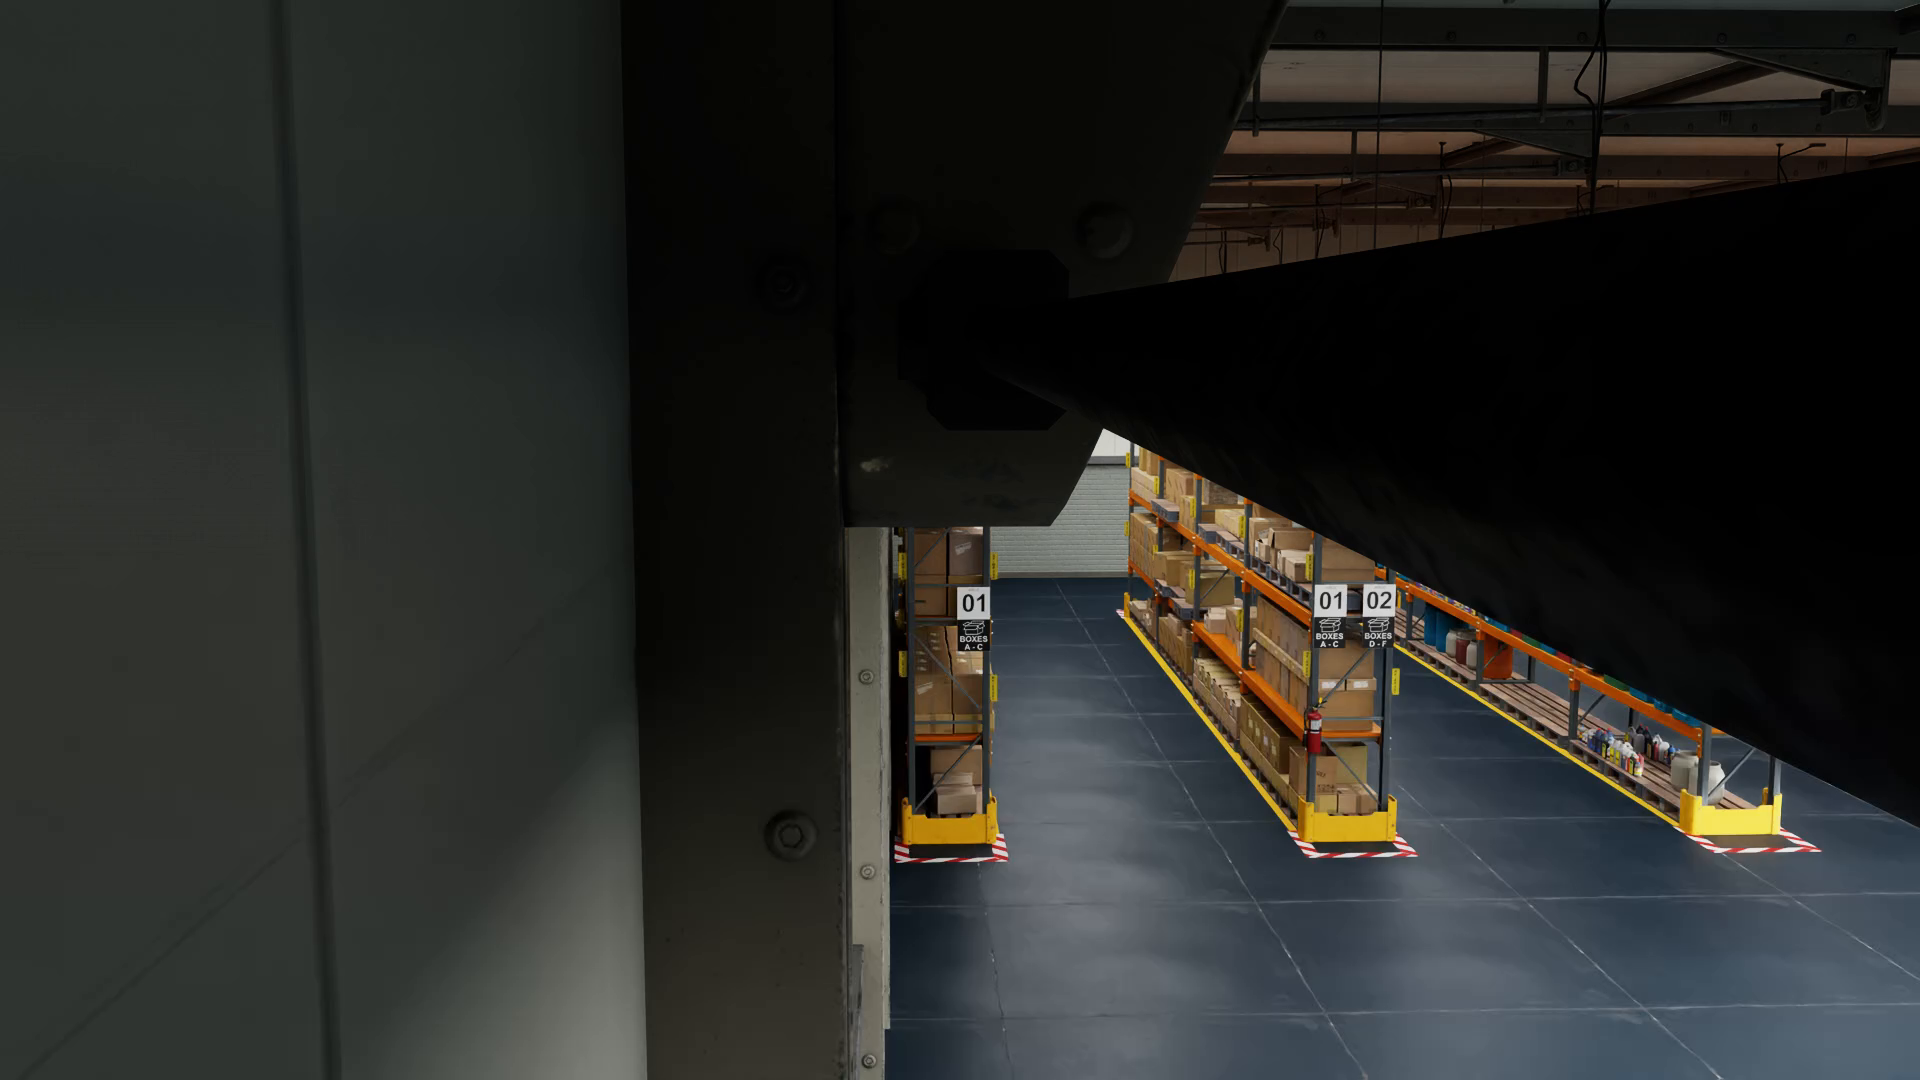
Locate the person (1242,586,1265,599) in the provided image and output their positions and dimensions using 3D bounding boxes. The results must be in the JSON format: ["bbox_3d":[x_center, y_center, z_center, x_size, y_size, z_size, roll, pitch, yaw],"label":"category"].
[{"bbox_3d":[6.743,0.650,37.998,0.825,1.615,0.489,1,7,8],"label":"person"}]
